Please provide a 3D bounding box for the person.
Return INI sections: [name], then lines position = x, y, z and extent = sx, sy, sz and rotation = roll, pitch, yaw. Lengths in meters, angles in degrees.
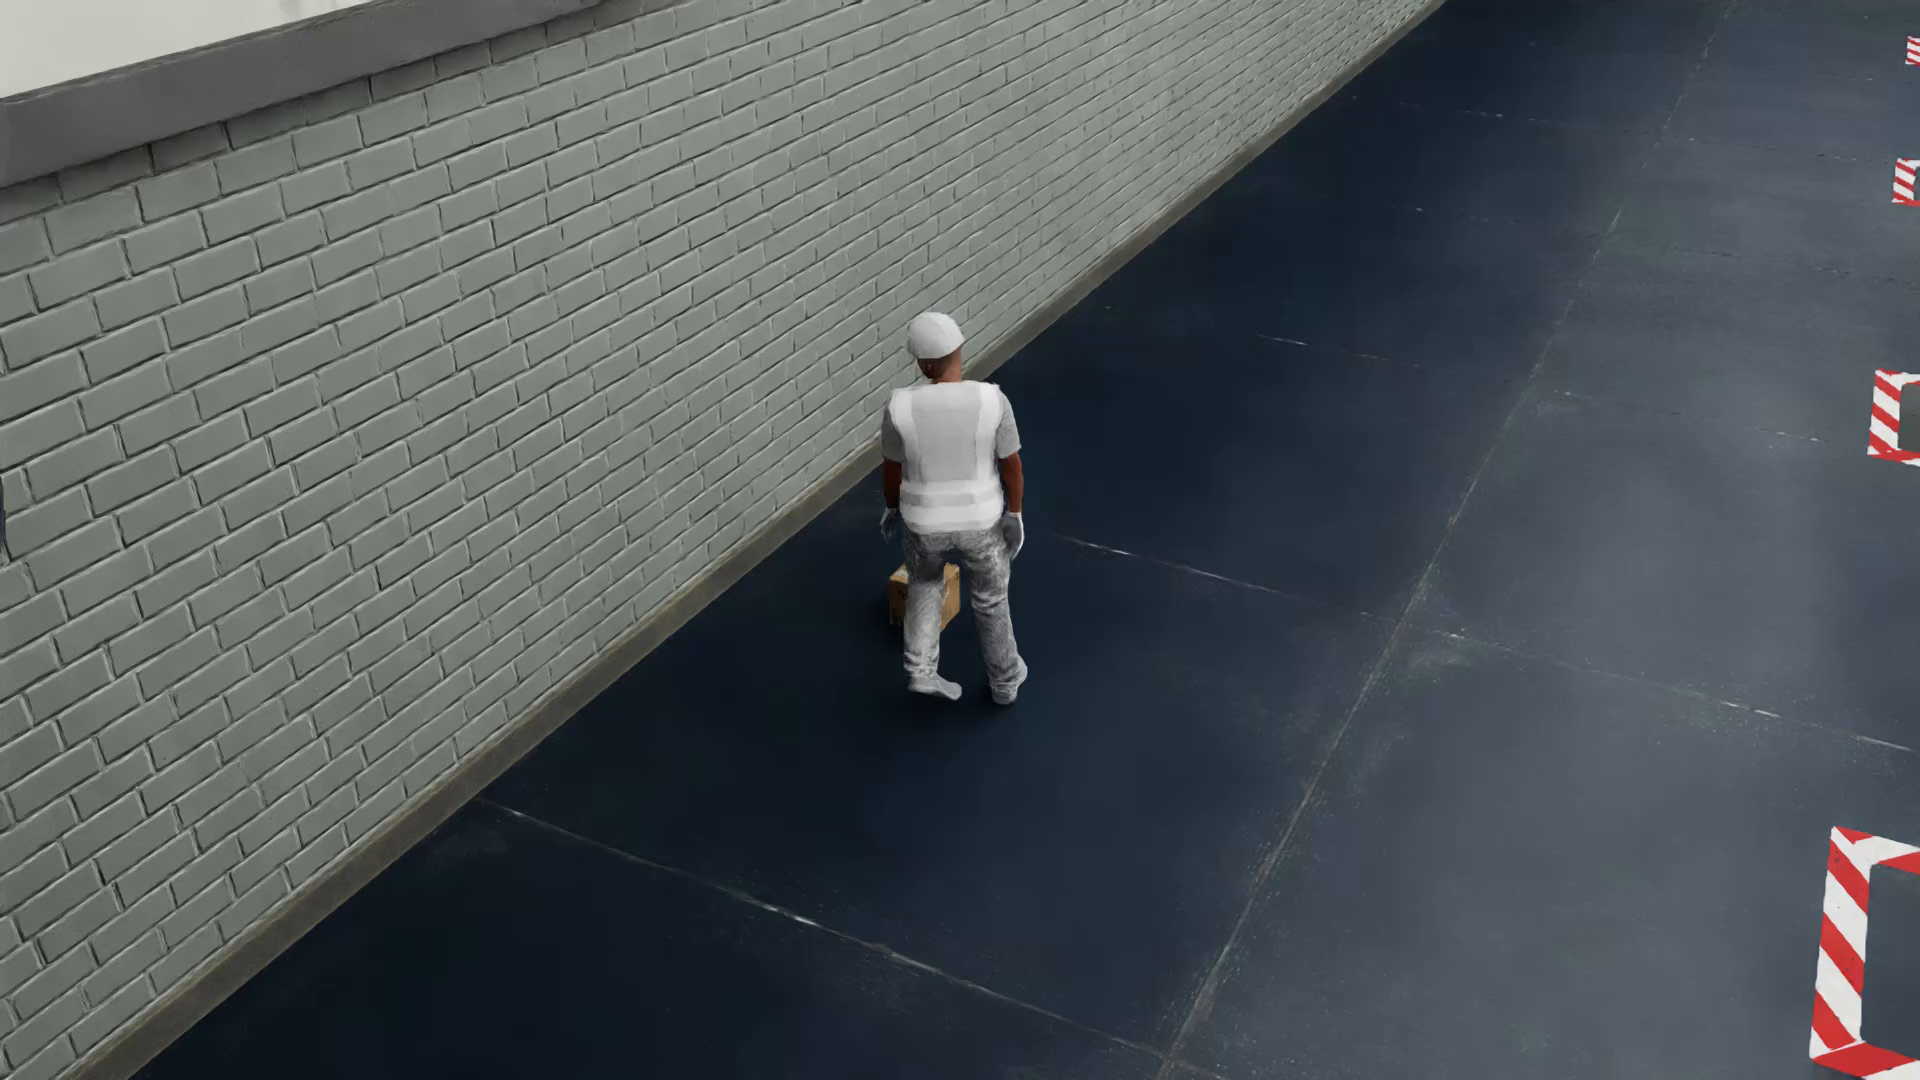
[person]
position = -0.019, -0.074, 6.802
extent = 0.631, 1.769, 0.518
rotation = 1, 30, 1
